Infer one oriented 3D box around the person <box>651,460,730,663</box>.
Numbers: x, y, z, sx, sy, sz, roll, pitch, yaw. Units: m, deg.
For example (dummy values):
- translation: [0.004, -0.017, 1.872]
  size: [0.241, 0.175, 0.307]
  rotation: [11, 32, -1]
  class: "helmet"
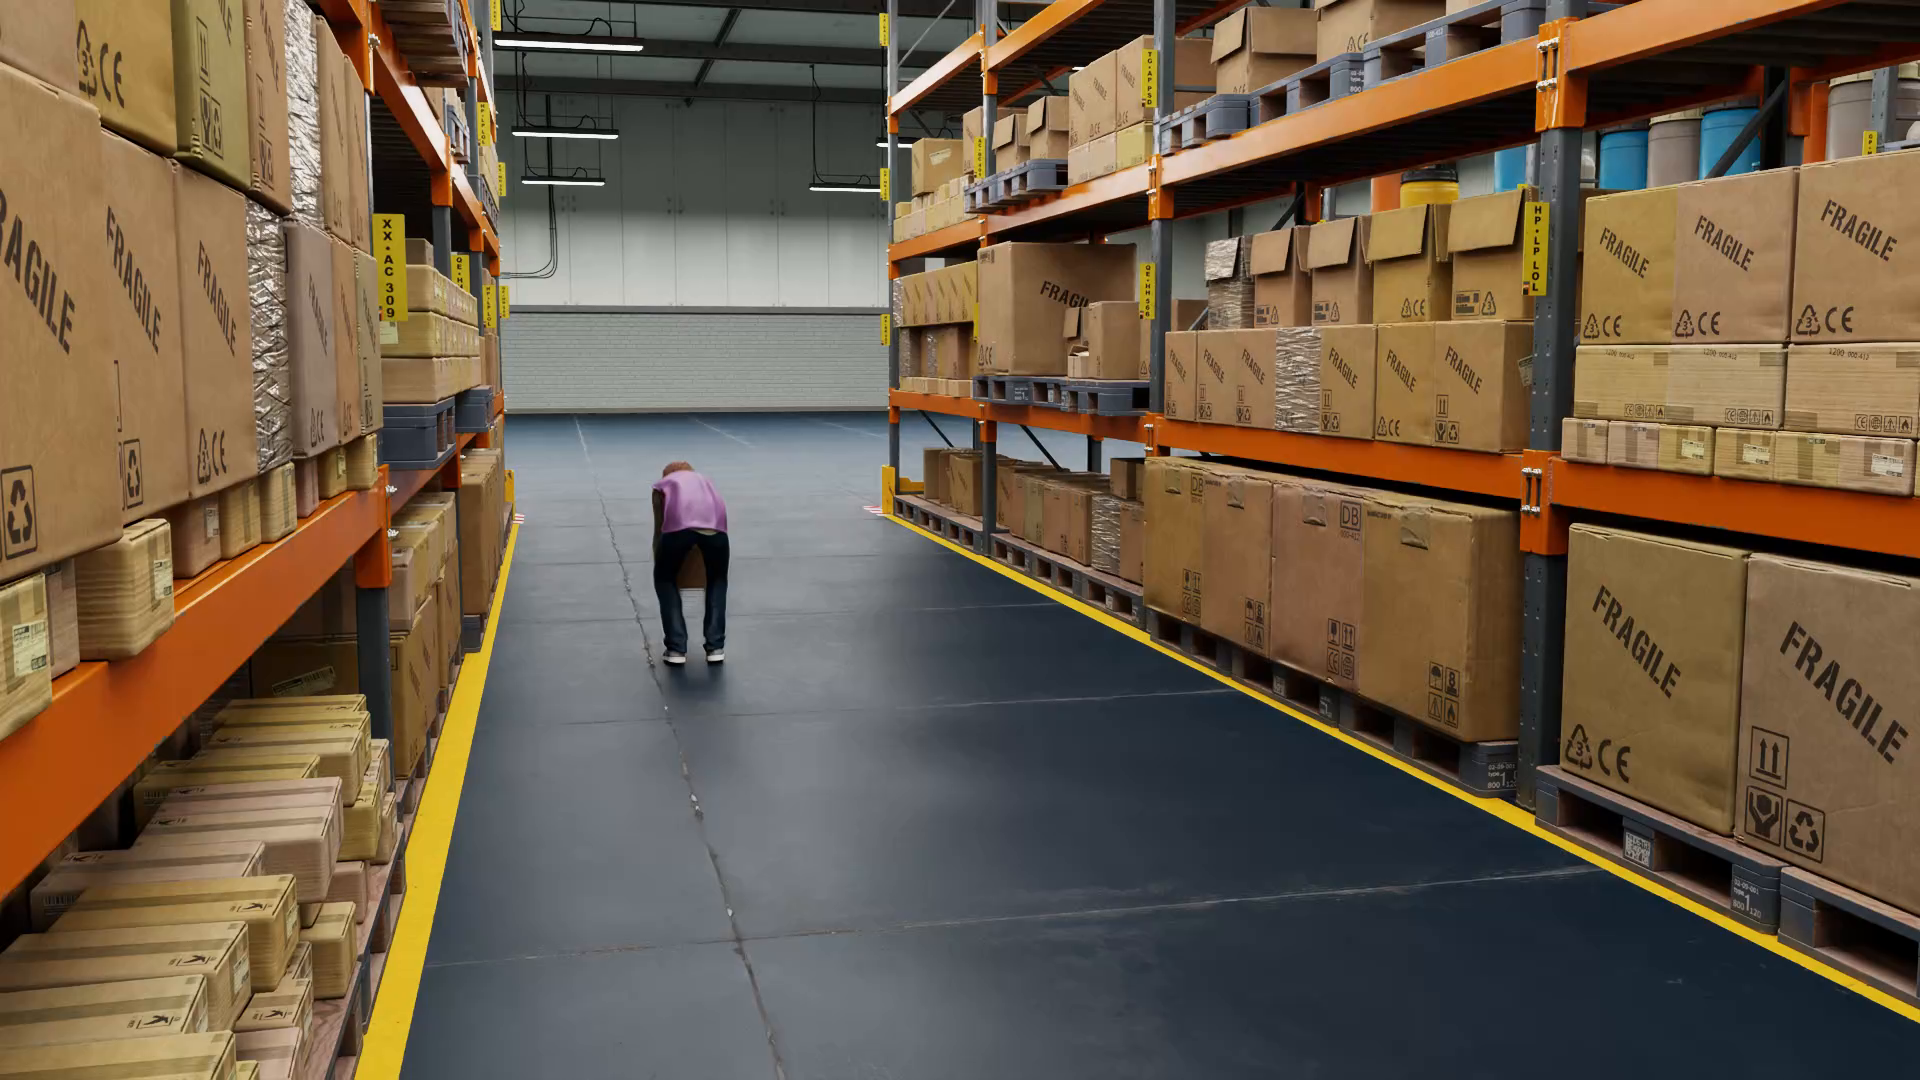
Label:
- translation: [-1.502, 0.115, 9.216]
  size: [0.407, 1.075, 0.849]
  rotation: [-2, 7, -16]
  class: "person"
